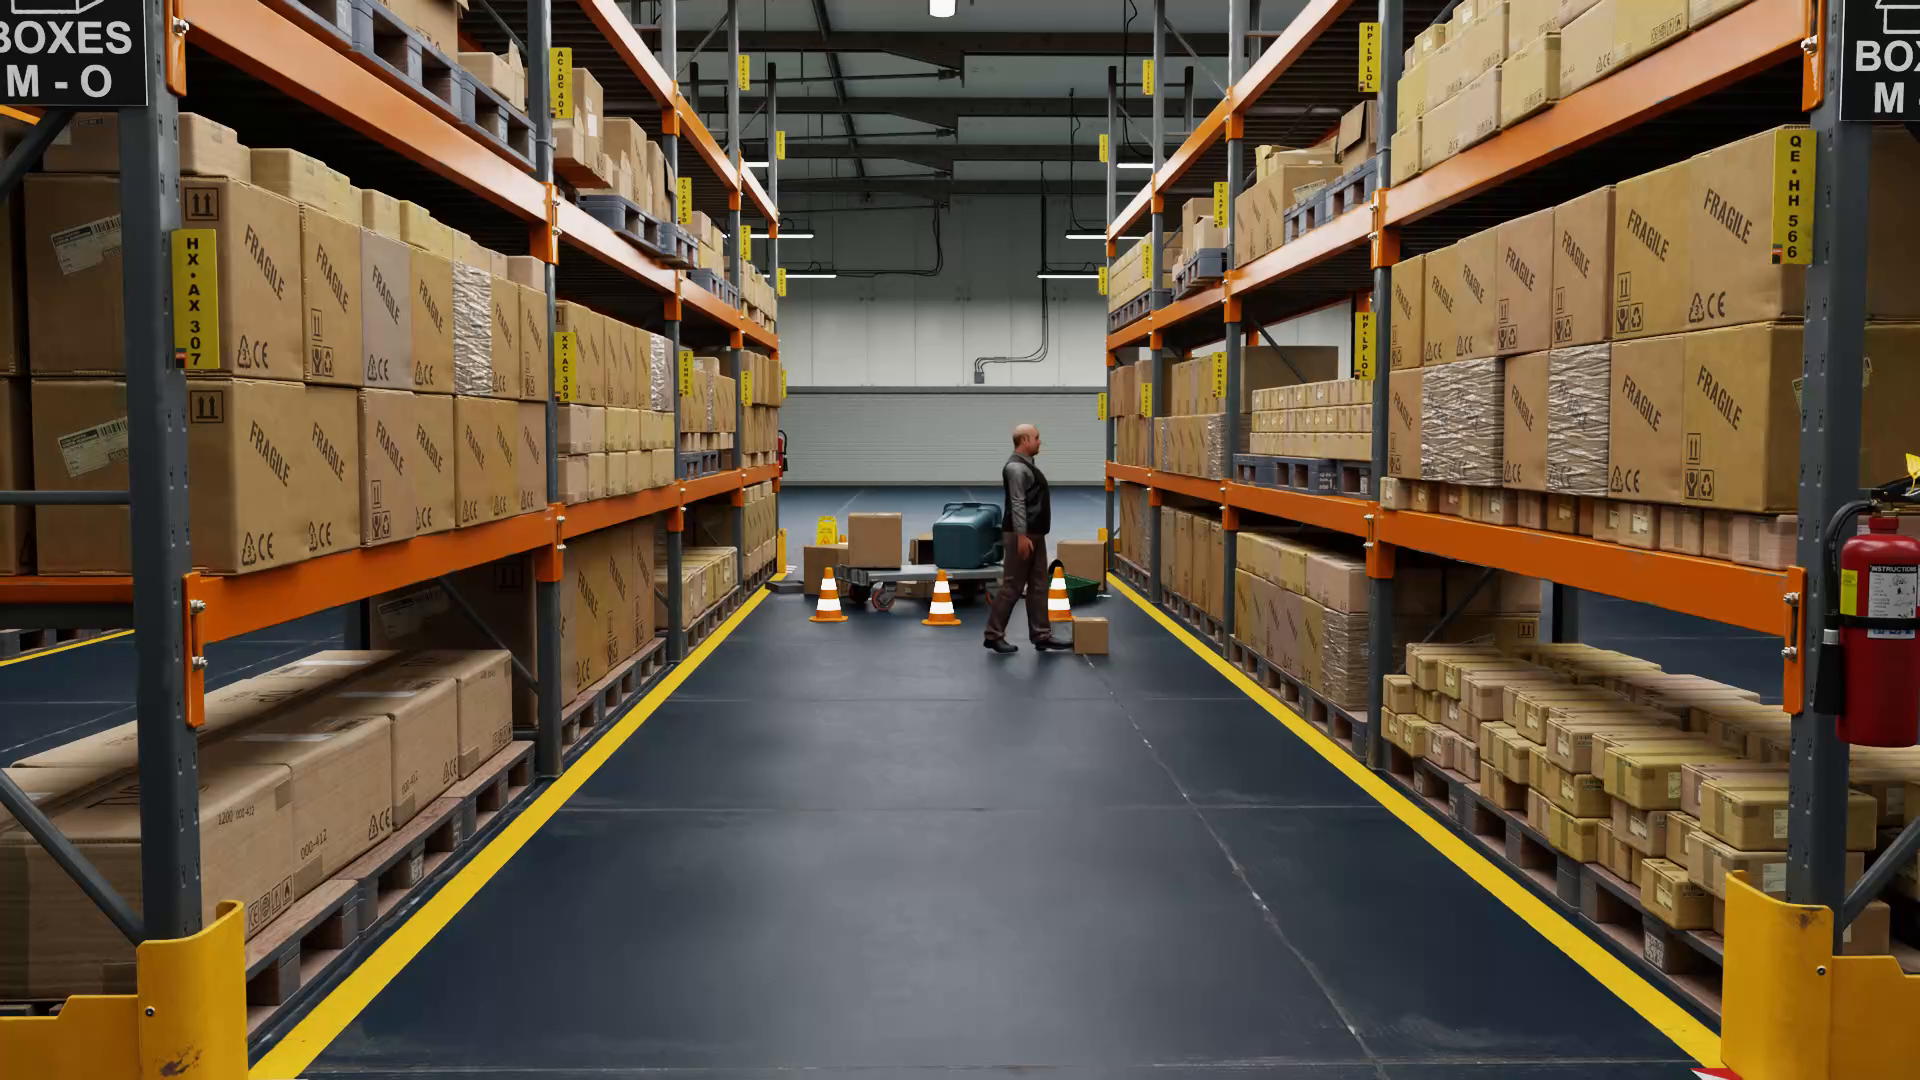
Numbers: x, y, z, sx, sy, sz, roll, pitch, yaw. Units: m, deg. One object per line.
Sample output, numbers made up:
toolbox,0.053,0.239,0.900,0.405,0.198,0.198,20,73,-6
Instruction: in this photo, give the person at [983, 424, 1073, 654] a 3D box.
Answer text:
person,0.514,-0.014,12.541,0.666,1.724,0.561,1,4,13
